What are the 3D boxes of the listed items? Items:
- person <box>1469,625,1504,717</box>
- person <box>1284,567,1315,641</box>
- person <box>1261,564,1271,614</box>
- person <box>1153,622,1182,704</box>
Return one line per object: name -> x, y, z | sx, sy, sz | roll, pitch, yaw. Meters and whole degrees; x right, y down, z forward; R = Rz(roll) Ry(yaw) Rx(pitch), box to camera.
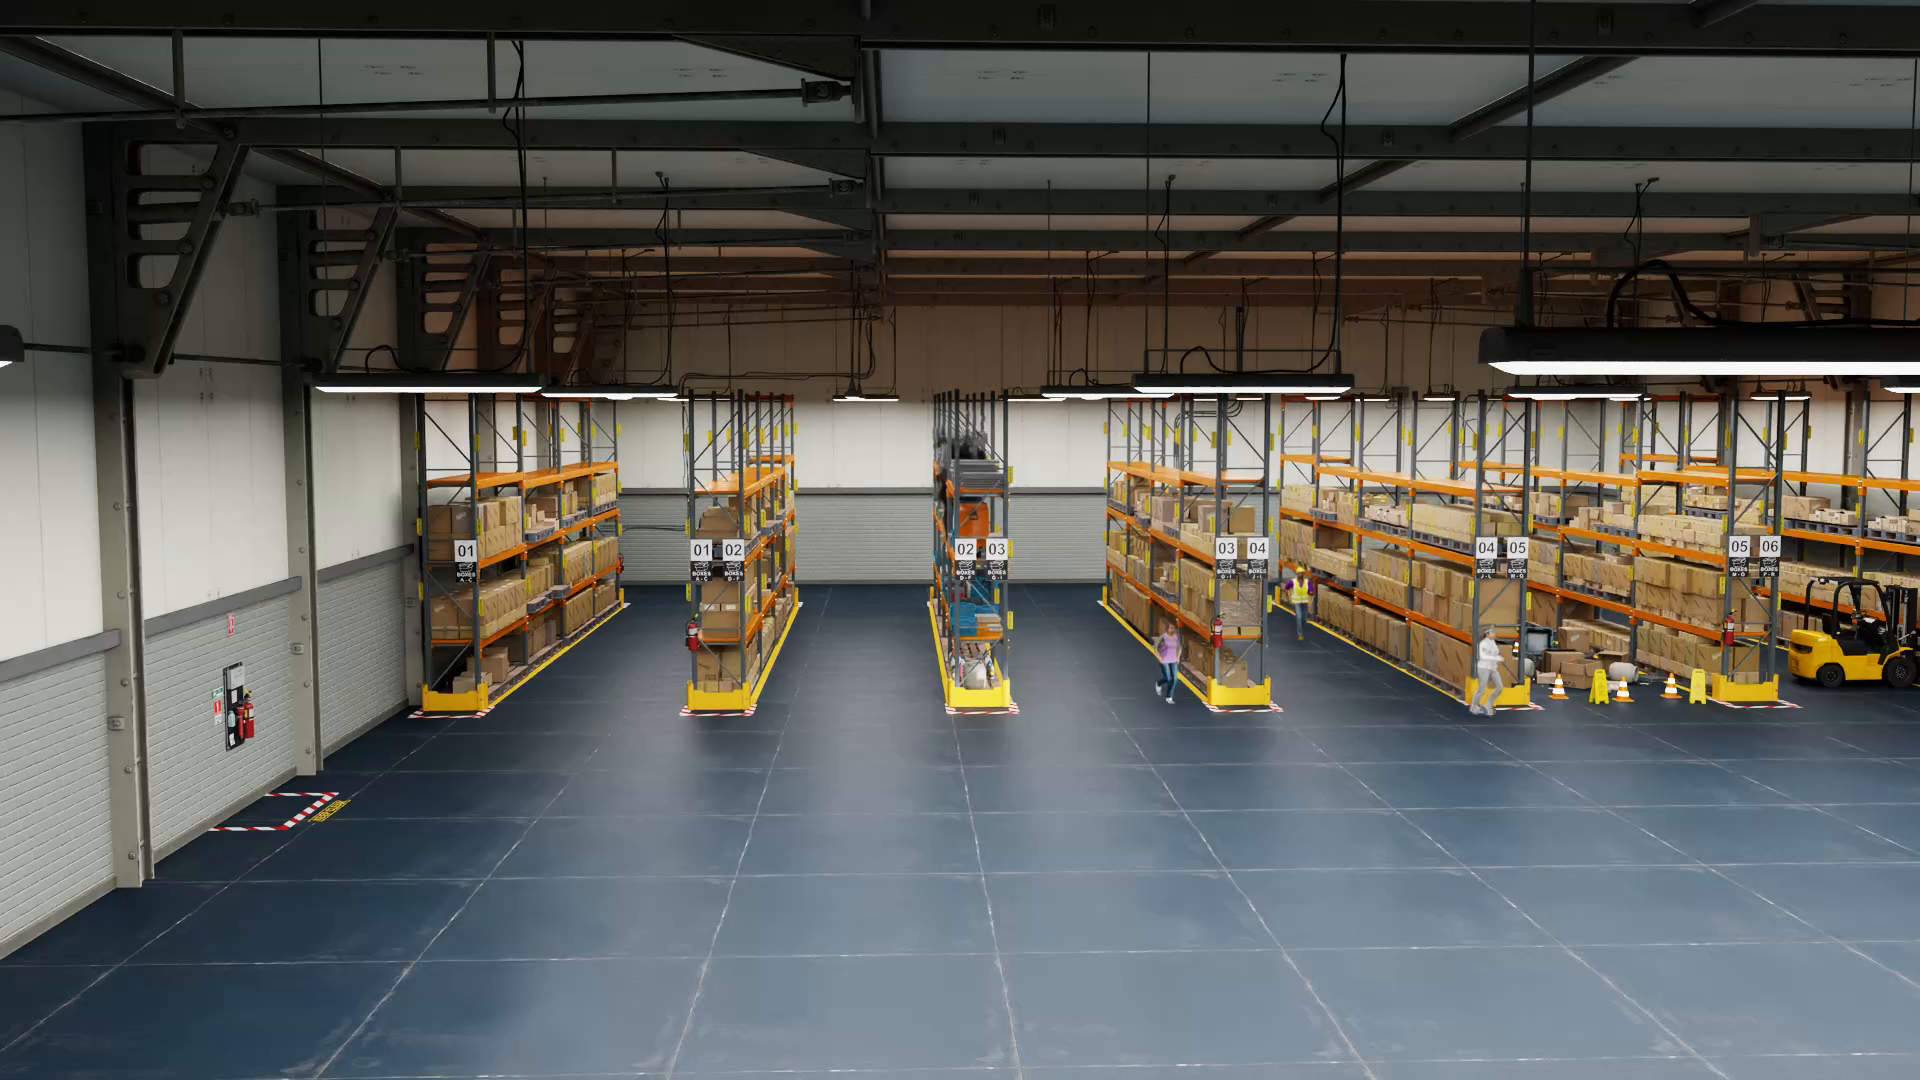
person -> 9.734, 2.406, 30.542 | 0.633, 1.727, 0.658 | -4, 6, -39
person -> 8.270, 1.538, 40.442 | 0.710, 1.745, 0.963 | 0, 5, -3
person -> 8.105, 1.179, 45.054 | 0.673, 1.786, 0.871 | 0, 5, -2
person -> 3.980, 2.351, 32.020 | 0.584, 1.585, 0.516 | -2, 5, -20
